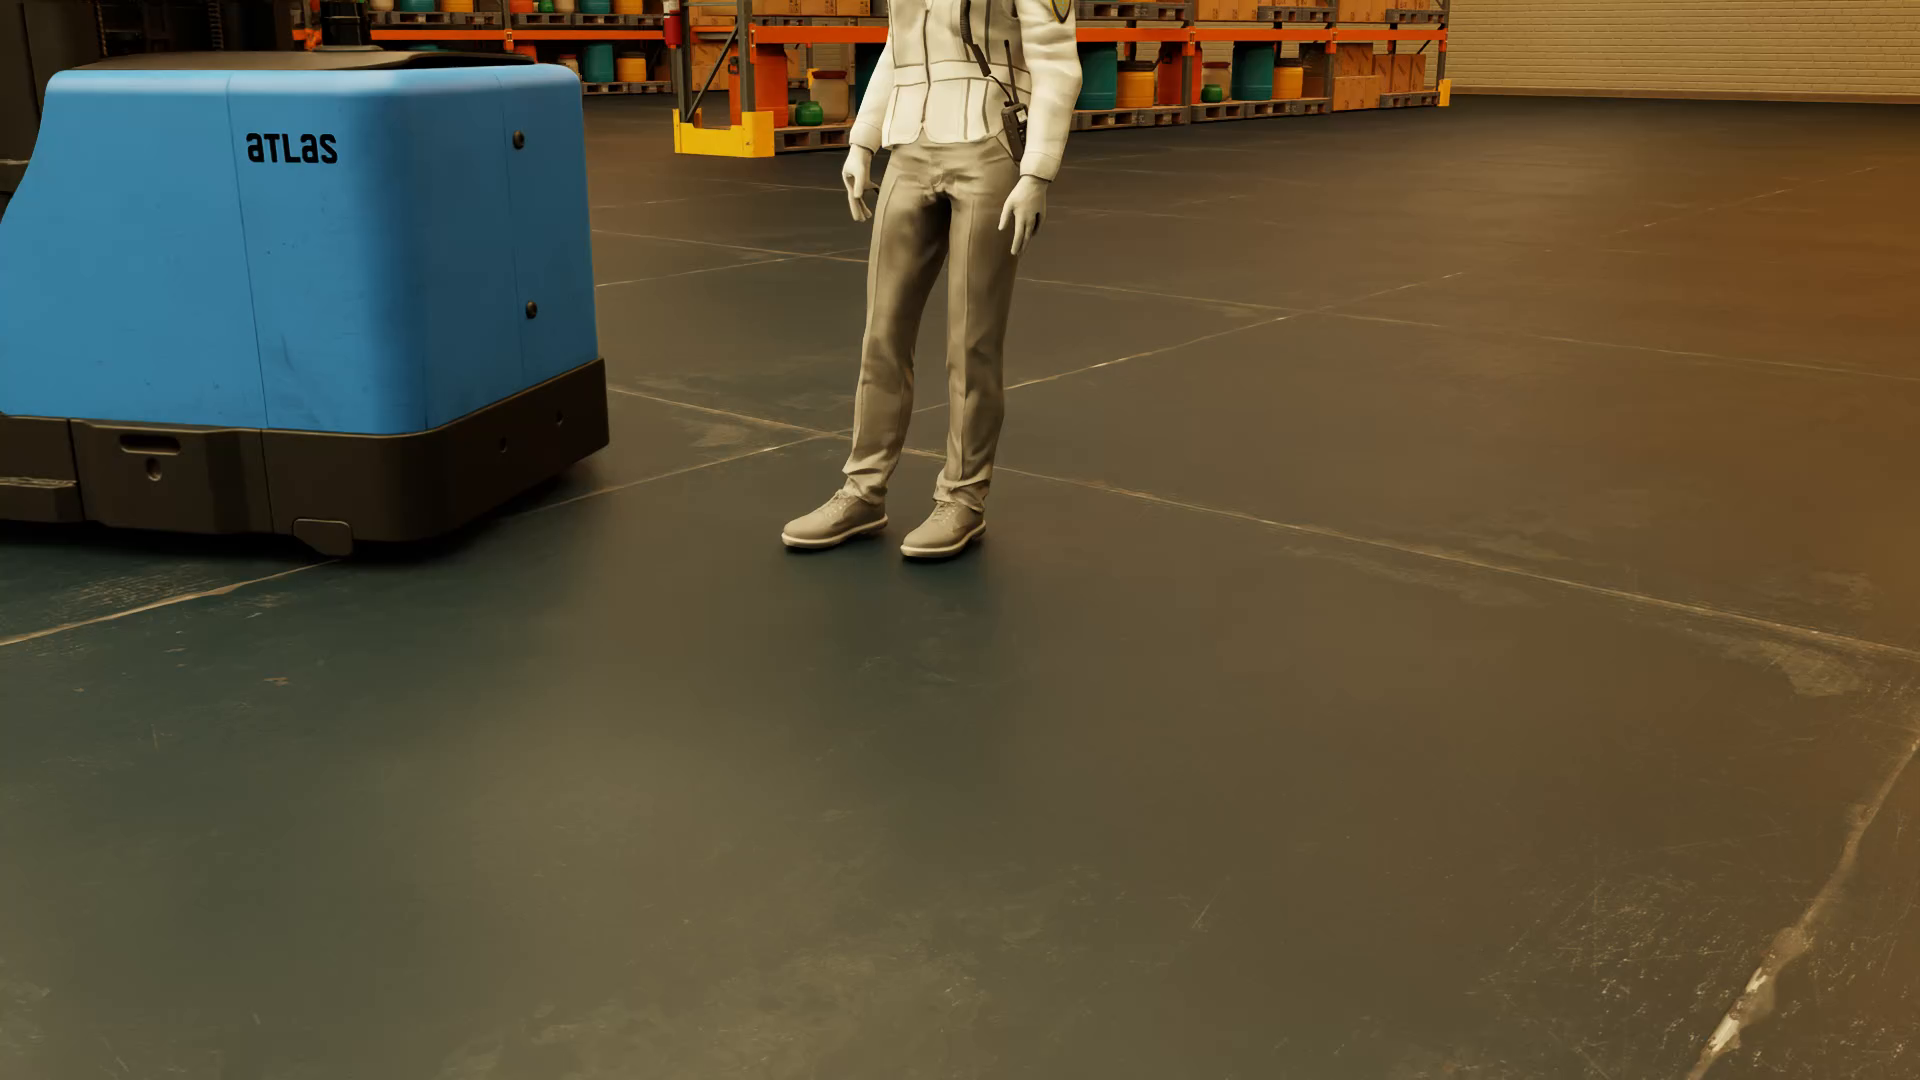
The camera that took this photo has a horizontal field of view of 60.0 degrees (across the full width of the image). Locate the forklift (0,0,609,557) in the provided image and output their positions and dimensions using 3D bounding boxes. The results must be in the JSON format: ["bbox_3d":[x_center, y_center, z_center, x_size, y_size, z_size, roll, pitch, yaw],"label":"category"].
[{"bbox_3d":[-2.535,-1.567,4.059,3.031,2.935,1.130,4,17,12],"label":"forklift"}]

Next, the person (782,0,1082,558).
[{"bbox_3d":[-0.049,-0.803,3.647,0.587,1.694,0.530,13,21,37],"label":"person"}]
